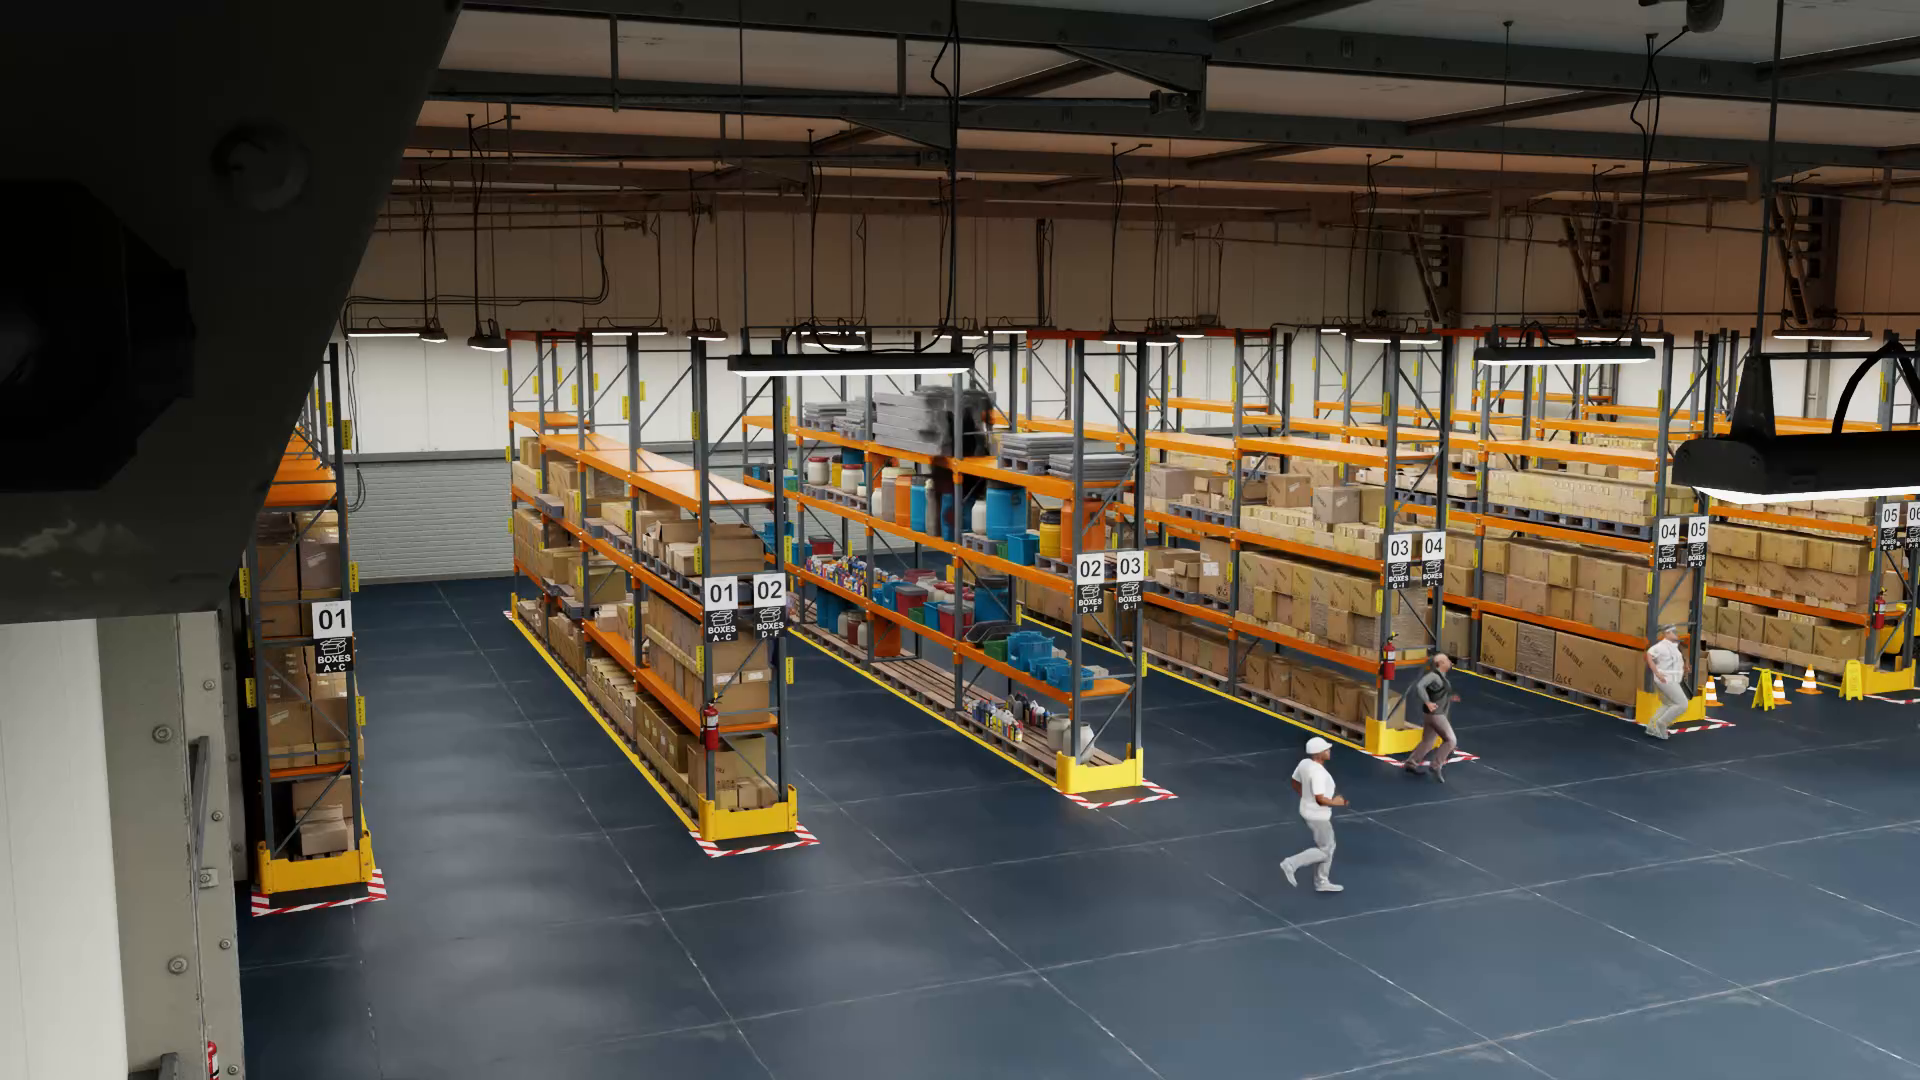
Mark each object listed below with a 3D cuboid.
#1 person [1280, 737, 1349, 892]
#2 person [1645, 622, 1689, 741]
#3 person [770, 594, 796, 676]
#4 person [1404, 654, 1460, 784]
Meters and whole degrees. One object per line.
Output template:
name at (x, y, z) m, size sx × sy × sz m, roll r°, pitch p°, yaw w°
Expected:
person at (3.853, 3.006, 18.196) m, size 0.733 × 1.732 × 0.708 m, roll 0°, pitch 8°, yaw -3°
person at (10.586, 2.102, 24.823) m, size 0.615 × 1.763 × 0.663 m, roll 5°, pitch 9°, yaw 31°
person at (-3.189, 1.553, 29.261) m, size 0.570 × 1.707 × 0.821 m, roll -5°, pitch 9°, yaw -33°
person at (6.464, 2.410, 22.736) m, size 0.703 × 1.729 × 0.674 m, roll 3°, pitch 8°, yaw 20°
